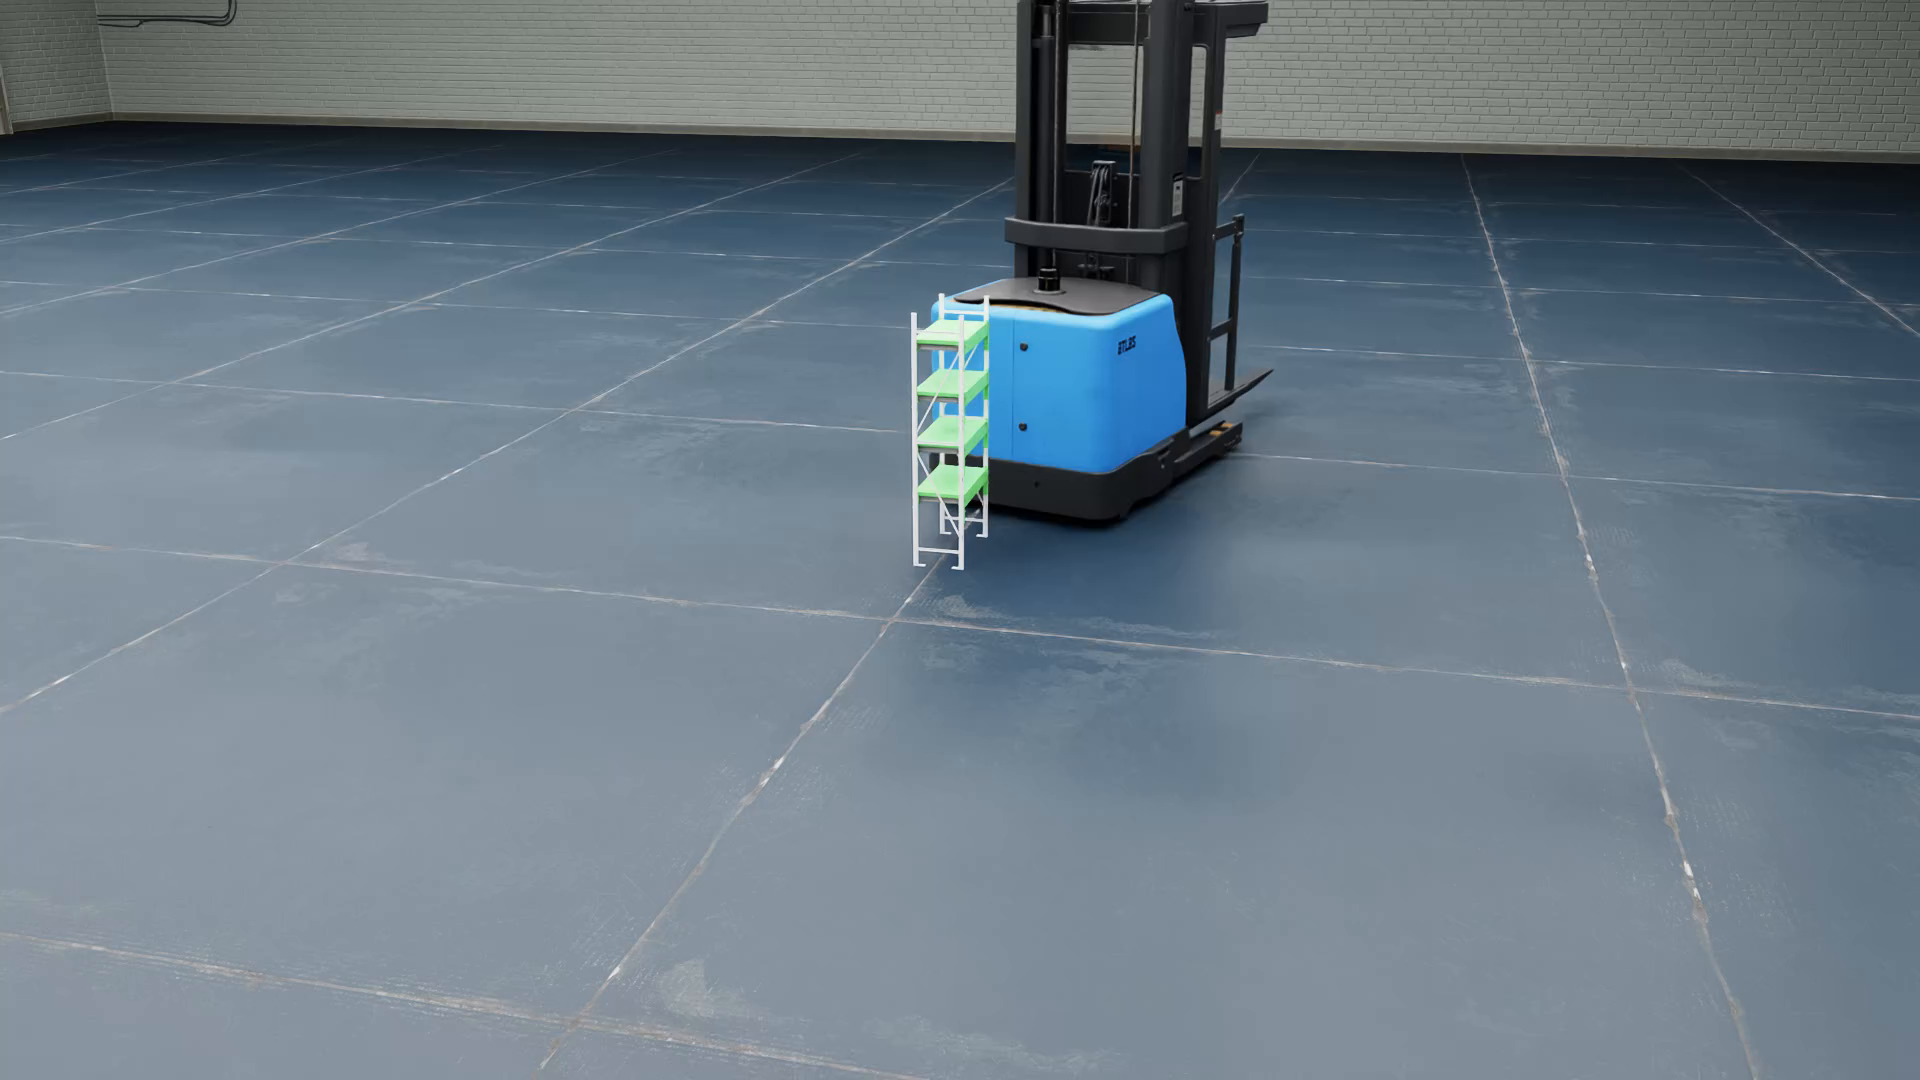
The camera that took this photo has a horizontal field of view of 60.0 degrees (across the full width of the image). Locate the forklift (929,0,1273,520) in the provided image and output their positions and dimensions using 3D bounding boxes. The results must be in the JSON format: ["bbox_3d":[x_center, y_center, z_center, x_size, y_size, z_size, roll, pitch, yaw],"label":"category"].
[{"bbox_3d":[0.996,-1.915,9.261,1.130,2.935,3.031,10,21,27],"label":"forklift"}]

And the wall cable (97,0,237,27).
[{"bbox_3d":[-14.562,-10.586,30.062,3.097,2.526,0.112,5,19,13],"label":"wall cable"}]

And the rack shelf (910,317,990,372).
[{"bbox_3d":[-0.040,-0.910,7.707,0.258,0.148,0.480,5,19,13],"label":"rack shelf"}]

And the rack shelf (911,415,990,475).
[{"bbox_3d":[-0.040,-0.455,7.862,0.258,0.148,0.480,5,19,13],"label":"rack shelf"}]

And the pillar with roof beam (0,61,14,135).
[{"bbox_3d":[-12.390,-10.896,26.167,9.100,9.000,0.400,5,19,13],"label":"pillar with roof beam"}]

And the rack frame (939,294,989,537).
[{"bbox_3d":[0.019,-0.592,8.066,0.240,1.200,0.015,5,19,13],"label":"rack frame"}]

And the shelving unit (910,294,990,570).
[{"bbox_3d":[-0.040,-0.516,7.842,0.258,1.200,0.503,5,19,13],"label":"shelving unit"}]

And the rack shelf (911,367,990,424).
[{"bbox_3d":[-0.040,-0.683,7.785,0.258,0.148,0.480,5,19,13],"label":"rack shelf"}]

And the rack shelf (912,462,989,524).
[{"bbox_3d":[-0.040,-0.228,7.940,0.258,0.148,0.480,5,19,13],"label":"rack shelf"}]

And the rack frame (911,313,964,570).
[{"bbox_3d":[-0.100,-0.439,7.618,0.240,1.200,0.015,5,19,13],"label":"rack frame"}]
